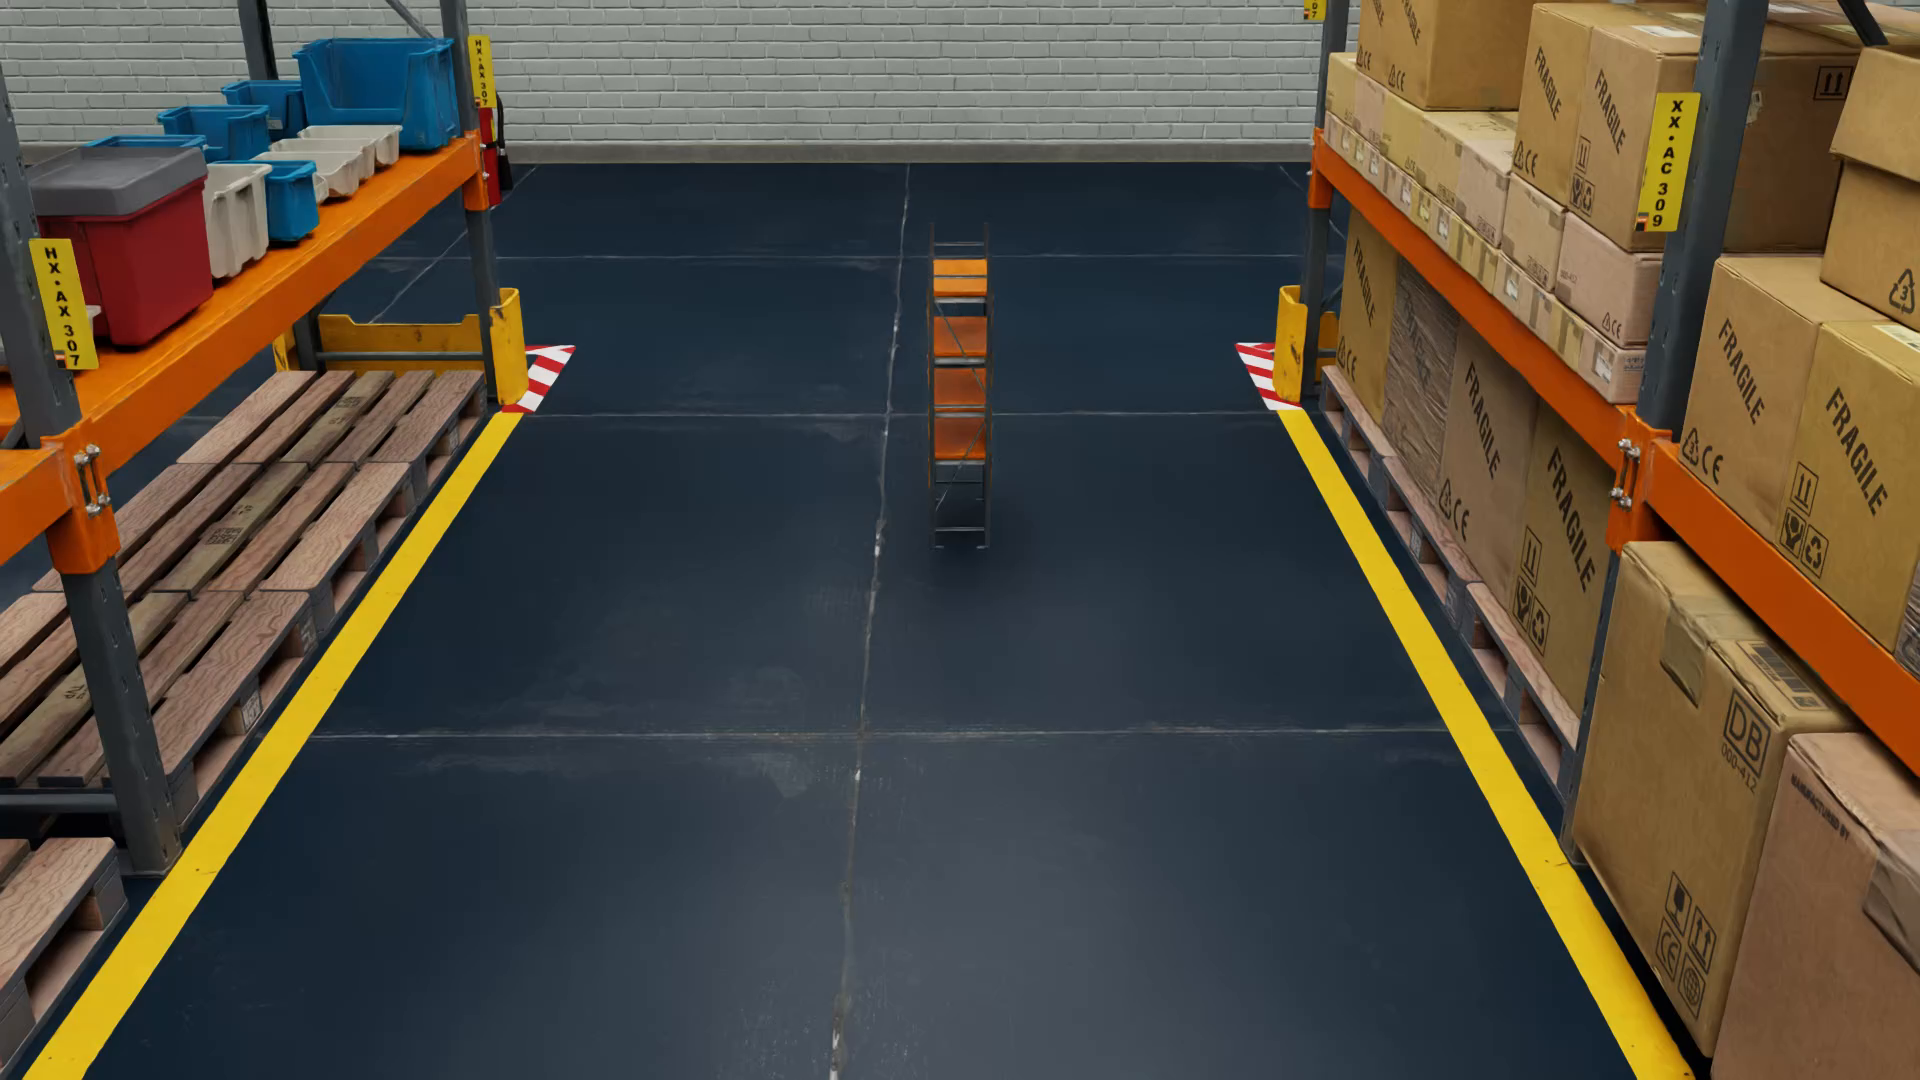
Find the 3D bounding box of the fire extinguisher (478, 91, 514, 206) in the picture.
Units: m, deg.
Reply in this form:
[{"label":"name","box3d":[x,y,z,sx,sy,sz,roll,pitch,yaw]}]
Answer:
[{"label":"fire extinguisher","box3d":[-2.315,-1.950,7.968,0.296,0.674,0.183,0,24,-1]}]

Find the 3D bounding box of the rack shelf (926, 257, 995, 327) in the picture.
[{"label":"rack shelf","box3d":[-0.002,-0.973,6.492,0.258,0.148,0.480,0,24,-1]}]

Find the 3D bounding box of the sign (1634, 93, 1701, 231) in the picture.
[{"label":"sign","box3d":[1.674,-0.892,3.936,0.100,0.325,0.005,0,24,-1]}]

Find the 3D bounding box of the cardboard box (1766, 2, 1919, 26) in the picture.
[{"label":"cardboard box","box3d":[2.482,-1.275,4.841,0.500,0.500,0.500,0,24,-1]}]

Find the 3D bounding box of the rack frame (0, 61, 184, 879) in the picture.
[{"label":"rack frame","box3d":[-2.724,-0.443,4.089,1.000,3.000,0.127,0,24,-1]}]

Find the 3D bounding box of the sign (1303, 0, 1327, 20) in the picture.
[{"label":"sign","box3d":[1.630,-2.544,7.587,0.100,0.325,0.005,0,24,-1]}]

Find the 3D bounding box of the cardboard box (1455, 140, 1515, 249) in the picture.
[{"label":"cardboard box","box3d":[1.948,-1.136,5.444,0.500,0.250,0.500,0,24,1]}]

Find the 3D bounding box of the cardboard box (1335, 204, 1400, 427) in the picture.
[{"label":"cardboard box","box3d":[2.272,-1.073,7.551,0.875,0.875,0.875,0,24,-1]}]

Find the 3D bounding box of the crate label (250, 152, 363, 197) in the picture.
[{"label":"crate label","box3d":[-2.561,-1.429,6.516,0.396,0.136,0.243,0,24,-1]}]

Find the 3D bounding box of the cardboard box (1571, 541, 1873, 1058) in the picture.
[{"label":"cardboard box","box3d":[2.256,0.576,3.906,1.225,0.875,0.875,0,24,0]}]

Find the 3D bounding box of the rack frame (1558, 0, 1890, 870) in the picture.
[{"label":"rack frame","box3d":[2.229,-0.465,4.138,1.000,3.000,0.127,0,24,-1]}]

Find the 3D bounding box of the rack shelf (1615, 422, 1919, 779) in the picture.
[{"label":"rack shelf","box3d":[2.251,0.687,2.464,1.077,0.370,4.000,0,24,-1]}]

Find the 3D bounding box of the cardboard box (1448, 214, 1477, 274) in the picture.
[{"label":"cardboard box","box3d":[1.883,-1.004,5.635,0.380,0.149,0.250,-1,24,-1]}]

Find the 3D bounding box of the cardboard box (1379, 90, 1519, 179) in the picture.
[{"label":"cardboard box","box3d":[1.935,-1.560,6.380,0.500,0.250,0.500,-1,24,-2]}]

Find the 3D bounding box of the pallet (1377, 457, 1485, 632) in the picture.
[{"label":"pallet","box3d":[2.283,-0.012,6.520,1.003,0.211,1.213,0,24,-1]}]

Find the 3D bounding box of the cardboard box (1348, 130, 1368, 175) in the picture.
[{"label":"cardboard box","box3d":[1.866,-1.640,7.040,0.380,0.149,0.250,-1,24,-2]}]

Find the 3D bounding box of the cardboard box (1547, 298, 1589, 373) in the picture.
[{"label":"cardboard box","box3d":[1.895,-0.581,4.699,0.380,0.149,0.250,0,24,0]}]

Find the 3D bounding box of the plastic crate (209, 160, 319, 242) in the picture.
[{"label":"plastic crate","box3d":[-2.489,-1.197,5.887,0.416,0.233,0.300,0,24,-1]}]

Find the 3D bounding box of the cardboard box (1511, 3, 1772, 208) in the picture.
[{"label":"cardboard box","box3d":[1.955,-1.268,4.826,0.500,0.500,0.500,0,24,0]}]

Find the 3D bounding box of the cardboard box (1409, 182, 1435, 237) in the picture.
[{"label":"cardboard box","box3d":[1.877,-1.217,6.106,0.380,0.149,0.250,-1,24,-2]}]

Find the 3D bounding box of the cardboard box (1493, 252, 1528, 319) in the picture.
[{"label":"cardboard box","box3d":[1.889,-0.792,5.167,0.380,0.149,0.250,0,24,0]}]

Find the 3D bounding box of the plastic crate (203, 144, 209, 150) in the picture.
[{"label":"plastic crate","box3d":[-3.166,-1.483,6.636,0.250,0.136,0.298,0,24,-1]}]

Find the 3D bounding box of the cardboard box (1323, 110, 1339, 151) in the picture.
[{"label":"cardboard box","box3d":[1.859,-1.851,7.507,0.380,0.149,0.250,0,24,0]}]

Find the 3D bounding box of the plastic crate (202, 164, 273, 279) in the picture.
[{"label":"plastic crate","box3d":[-2.556,-1.046,5.494,0.437,0.282,0.530,0,24,-1]}]

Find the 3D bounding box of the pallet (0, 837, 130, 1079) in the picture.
[{"label":"pallet","box3d":[-2.757,1.146,3.960,1.003,0.211,1.213,0,24,-1]}]

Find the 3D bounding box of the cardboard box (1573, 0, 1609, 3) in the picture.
[{"label":"cardboard box","box3d":[2.453,-2.322,7.156,0.500,0.500,0.500,0,24,0]}]

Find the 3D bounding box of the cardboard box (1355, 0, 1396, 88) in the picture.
[{"label":"cardboard box","box3d":[1.926,-2.117,6.702,0.500,0.500,0.500,-1,24,-2]}]

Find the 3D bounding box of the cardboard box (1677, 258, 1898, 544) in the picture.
[{"label":"cardboard box","box3d":[1.984,-0.320,3.696,0.500,0.500,0.500,0,24,0]}]

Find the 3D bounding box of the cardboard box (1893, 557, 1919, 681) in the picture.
[{"label":"cardboard box","box3d":[1.995,0.094,2.782,0.500,0.500,0.500,-1,24,-2]}]

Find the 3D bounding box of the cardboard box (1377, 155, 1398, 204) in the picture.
[{"label":"cardboard box","box3d":[1.872,-1.427,6.571,0.380,0.149,0.250,-1,24,-2]}]

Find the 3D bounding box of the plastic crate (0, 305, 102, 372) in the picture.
[{"label":"plastic crate","box3d":[-2.586,-0.542,4.556,0.396,0.136,0.243,0,24,-1]}]

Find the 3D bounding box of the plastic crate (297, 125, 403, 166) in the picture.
[{"label":"plastic crate","box3d":[-2.578,-1.663,7.034,0.396,0.136,0.243,0,24,-1]}]

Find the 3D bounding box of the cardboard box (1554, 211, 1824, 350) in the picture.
[{"label":"cardboard box","box3d":[1.962,-0.713,4.507,0.500,0.250,0.500,-1,24,-2]}]

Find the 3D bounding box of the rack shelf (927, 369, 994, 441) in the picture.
[{"label":"rack shelf","box3d":[-0.002,-0.554,6.681,0.258,0.148,0.480,0,24,-1]}]

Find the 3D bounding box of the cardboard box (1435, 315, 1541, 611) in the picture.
[{"label":"cardboard box","box3d":[2.292,-0.331,5.911,0.875,0.875,0.875,0,24,-1]}]

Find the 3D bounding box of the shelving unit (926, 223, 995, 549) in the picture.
[{"label":"shelving unit","box3d":[-0.002,-0.615,6.654,0.258,1.200,0.503,0,24,-1]}]

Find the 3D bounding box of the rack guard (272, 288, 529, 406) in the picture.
[{"label":"rack guard","box3d":[-2.781,-0.962,8.270,1.175,0.500,0.348,0,24,-1]}]

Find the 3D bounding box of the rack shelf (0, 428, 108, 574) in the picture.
[{"label":"rack shelf","box3d":[-2.702,0.709,2.415,1.077,0.370,4.000,0,24,-1]}]

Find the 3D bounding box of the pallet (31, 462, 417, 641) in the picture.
[{"label":"pallet","box3d":[-2.787,0.021,6.447,1.003,0.211,1.213,0,24,-1]}]

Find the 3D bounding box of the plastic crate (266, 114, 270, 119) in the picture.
[{"label":"plastic crate","box3d":[-3.173,-1.762,7.254,0.250,0.136,0.298,0,24,-1]}]

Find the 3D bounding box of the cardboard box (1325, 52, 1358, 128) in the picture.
[{"label":"cardboard box","box3d":[1.920,-1.981,7.312,0.500,0.250,0.500,-1,24,-2]}]

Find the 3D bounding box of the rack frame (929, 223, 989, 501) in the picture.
[{"label":"rack frame","box3d":[-0.004,-0.715,6.876,0.240,1.200,0.015,0,24,-1]}]
